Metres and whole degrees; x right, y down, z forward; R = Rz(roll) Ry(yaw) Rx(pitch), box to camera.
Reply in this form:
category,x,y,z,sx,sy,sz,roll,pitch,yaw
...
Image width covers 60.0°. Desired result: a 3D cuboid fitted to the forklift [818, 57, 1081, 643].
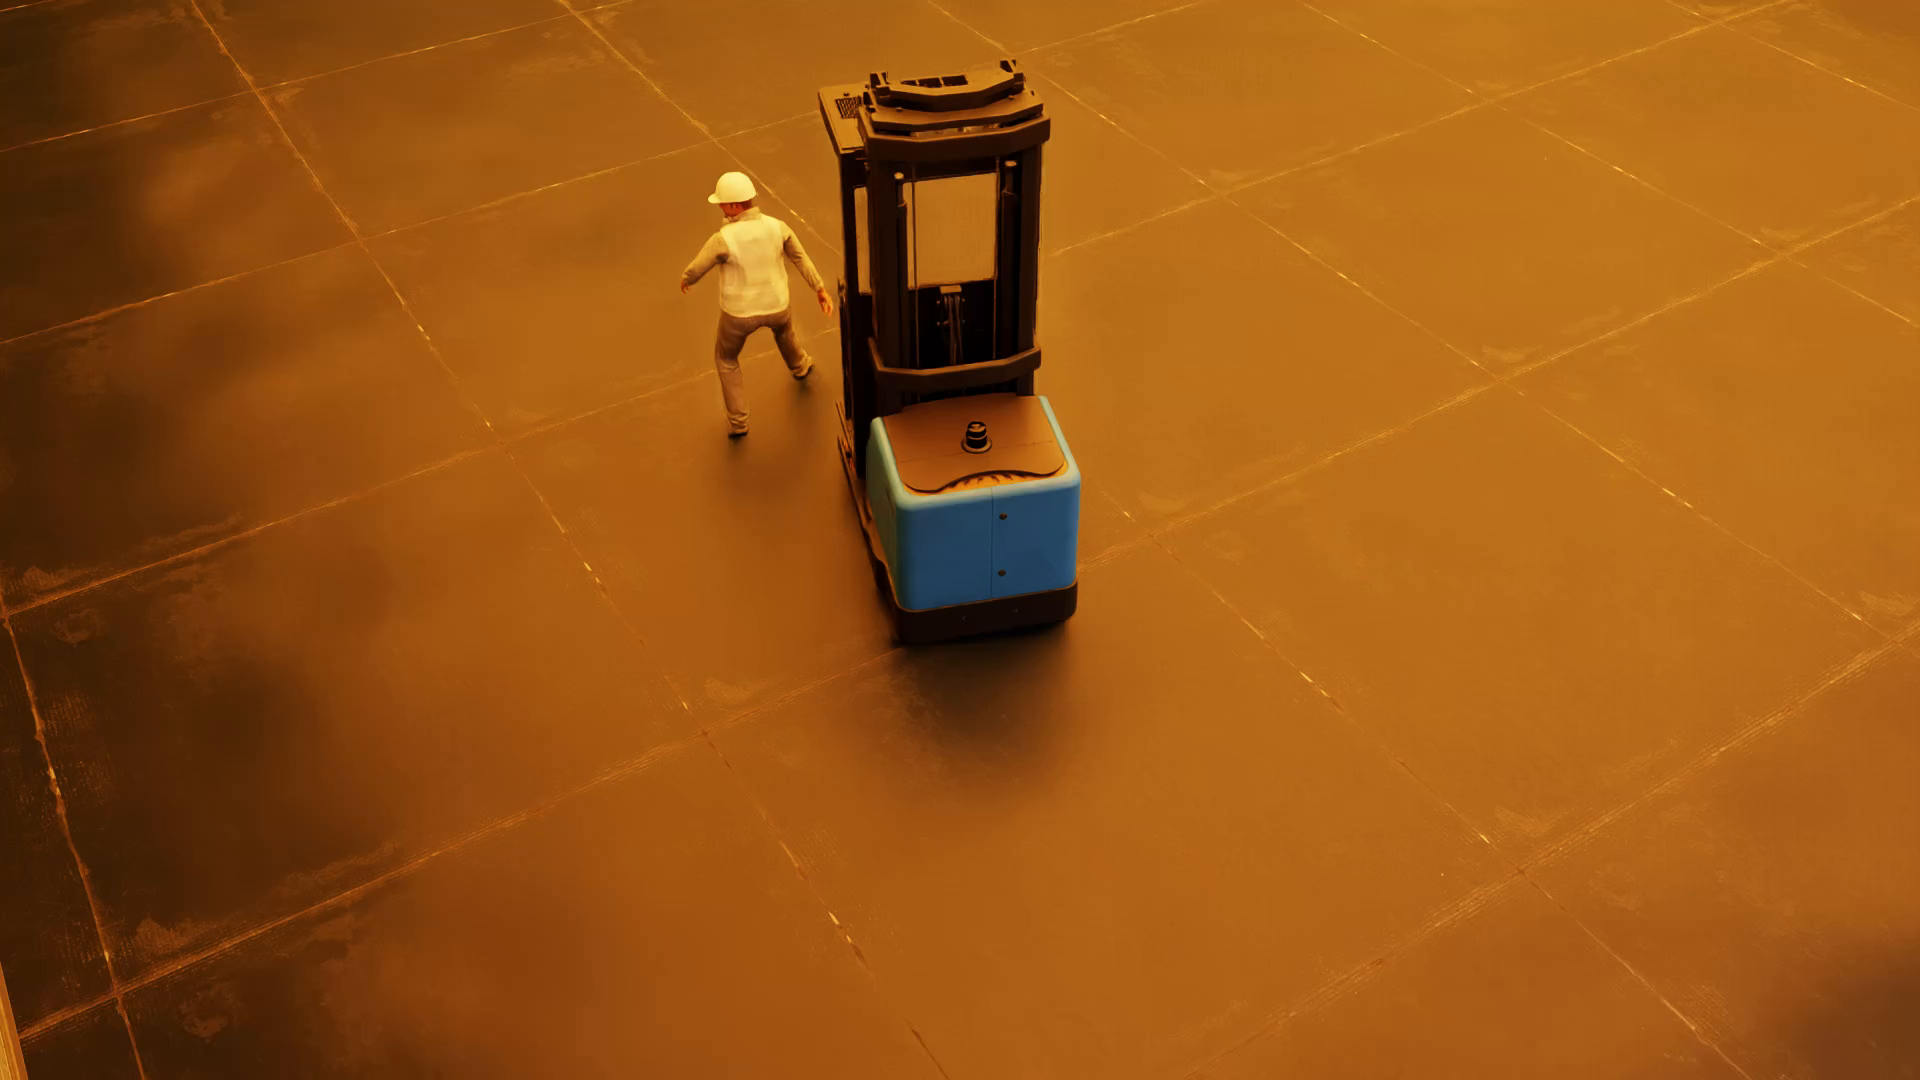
category,x,y,z,sx,sy,sz,roll,pitch,yaw
forklift,-0.159,-1.506,9.594,1.130,2.935,3.031,-8,42,-10

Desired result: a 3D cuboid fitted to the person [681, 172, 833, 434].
category,x,y,z,sx,sy,sz,roll,pitch,yaw
person,-1.307,-1.577,10.649,0.876,1.716,0.717,-16,44,-18
